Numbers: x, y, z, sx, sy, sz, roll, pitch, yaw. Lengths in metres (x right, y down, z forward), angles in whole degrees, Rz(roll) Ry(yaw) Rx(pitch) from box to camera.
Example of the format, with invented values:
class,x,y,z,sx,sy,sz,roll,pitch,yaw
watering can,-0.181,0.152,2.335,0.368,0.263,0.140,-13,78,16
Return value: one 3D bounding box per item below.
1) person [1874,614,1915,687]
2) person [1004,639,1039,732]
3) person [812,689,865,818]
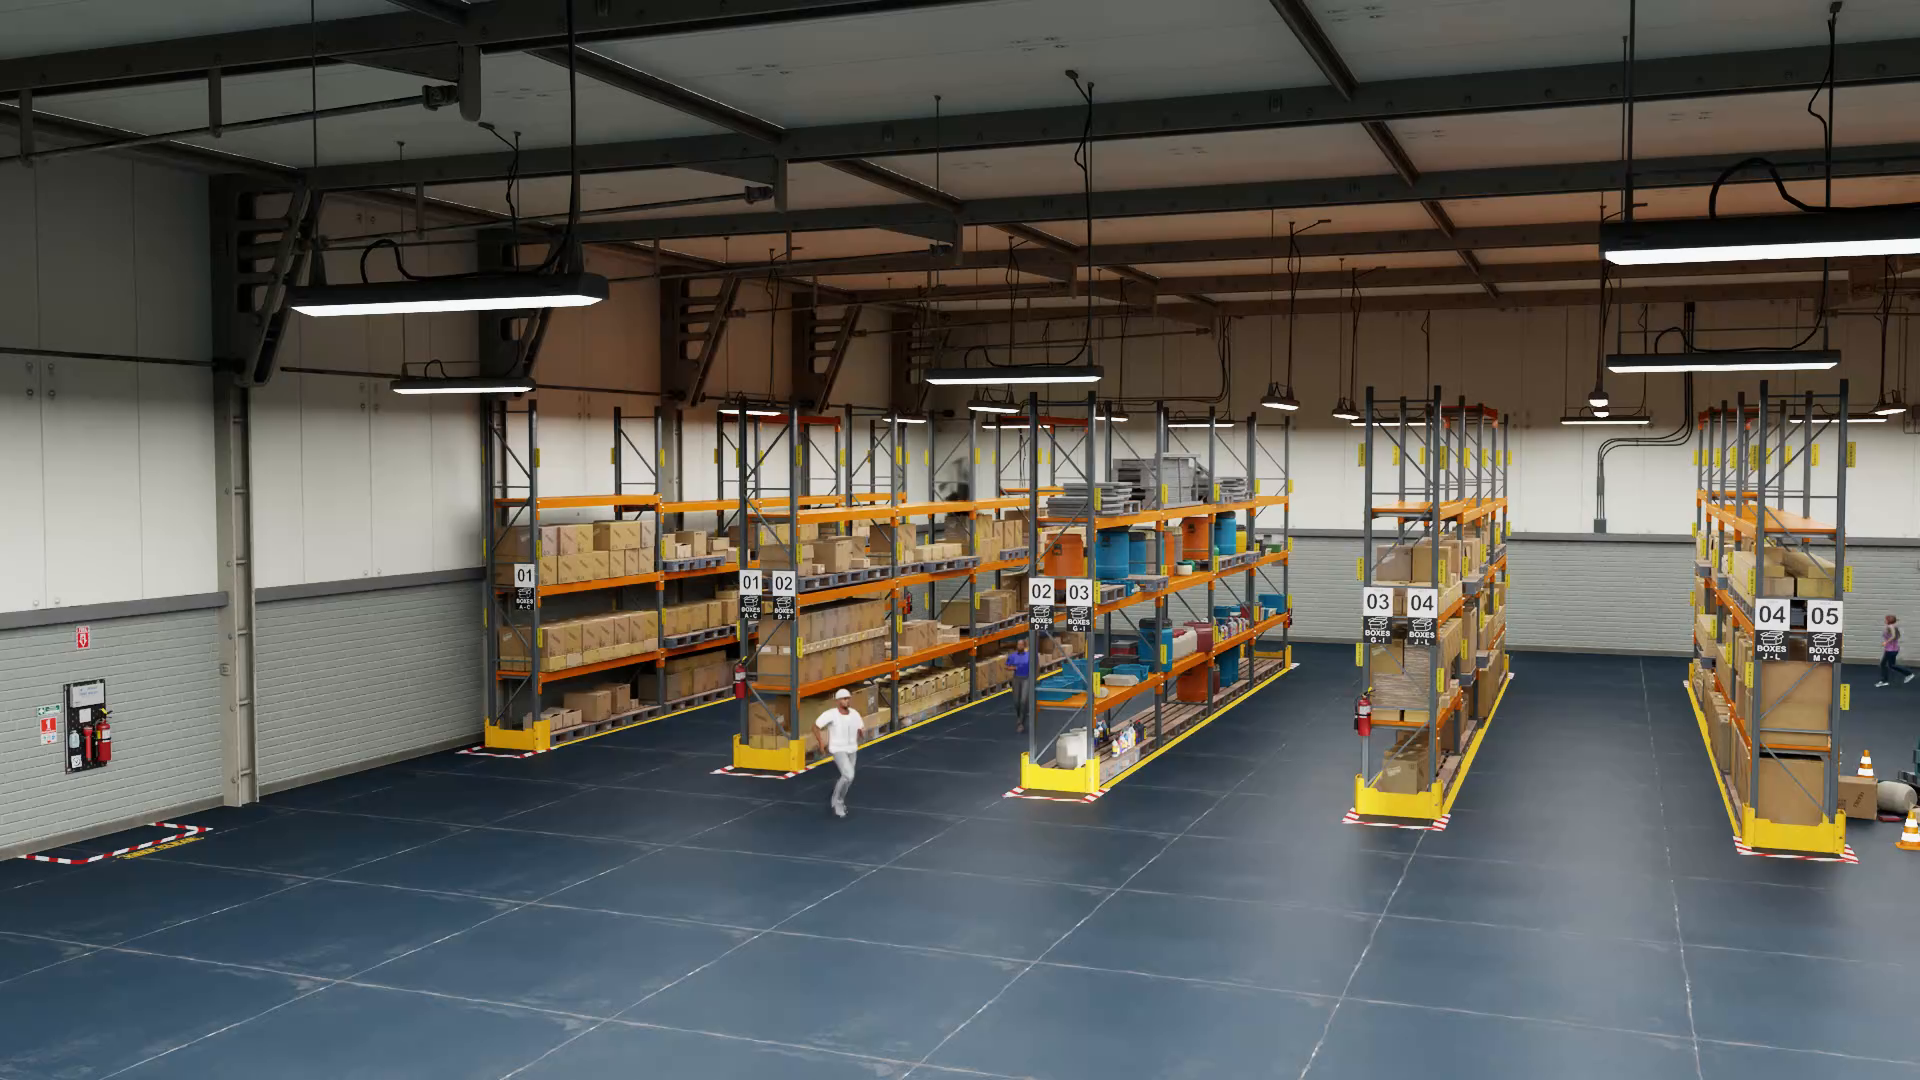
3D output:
class,x,y,z,sx,sy,sz,roll,pitch,yaw
person,20.367,2.468,36.203,0.766,1.510,0.552,1,3,28
person,1.122,2.639,30.546,0.604,1.661,0.900,0,3,10
person,-1.614,2.976,23.254,0.678,1.782,0.710,-3,4,-42
